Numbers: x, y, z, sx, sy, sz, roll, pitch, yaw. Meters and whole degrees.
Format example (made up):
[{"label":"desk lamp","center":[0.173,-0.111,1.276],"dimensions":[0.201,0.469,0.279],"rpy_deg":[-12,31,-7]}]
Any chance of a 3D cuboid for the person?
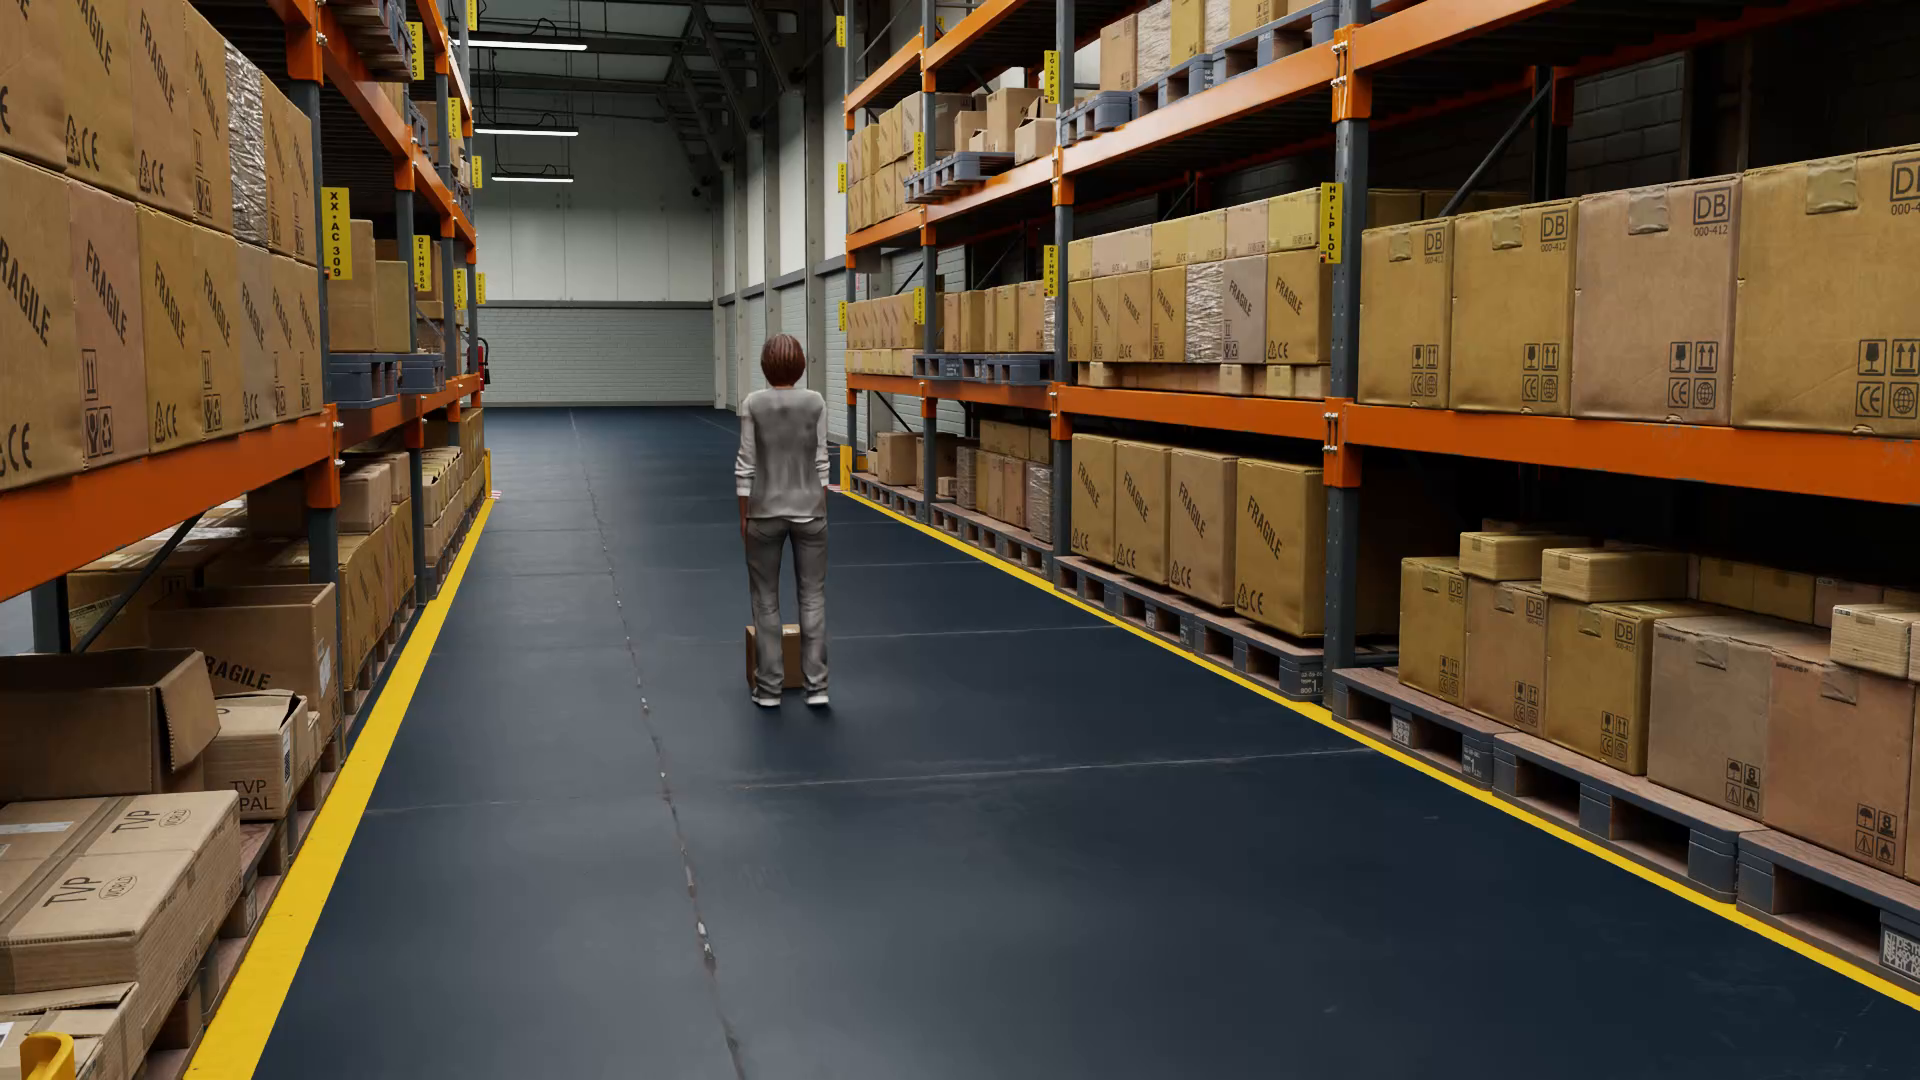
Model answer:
[{"label":"person","center":[-0.758,-0.074,7.122],"dimensions":[0.407,1.604,0.308],"rpy_deg":[-1,6,-12]}]
